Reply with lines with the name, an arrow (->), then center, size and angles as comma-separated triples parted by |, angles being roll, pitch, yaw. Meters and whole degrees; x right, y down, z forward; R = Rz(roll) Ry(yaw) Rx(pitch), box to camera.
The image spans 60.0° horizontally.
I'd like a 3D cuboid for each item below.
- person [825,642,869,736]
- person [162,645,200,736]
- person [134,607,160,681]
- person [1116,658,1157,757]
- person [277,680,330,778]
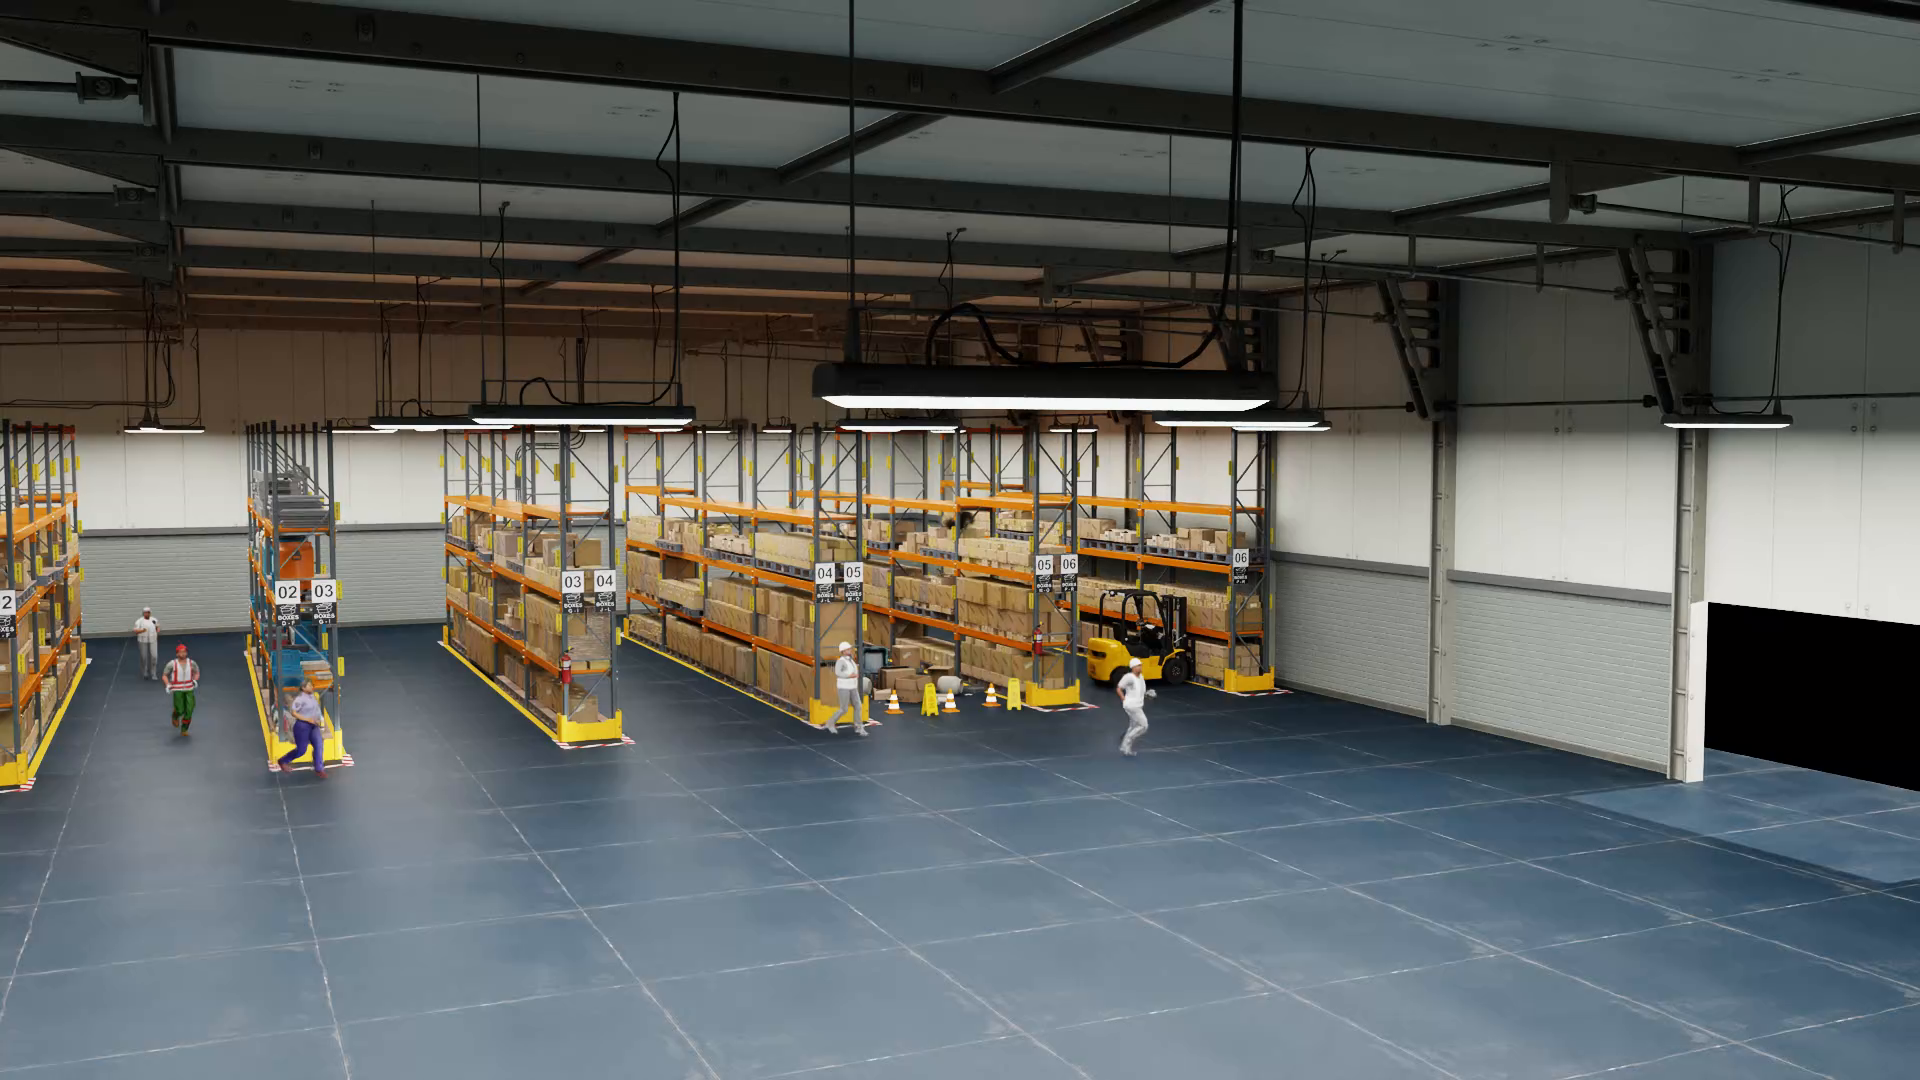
person -> -2.152, 2.840, 31.717 | 0.854, 1.791, 0.666 | 2, 4, 27
person -> -14.861, 2.872, 31.796 | 0.657, 1.743, 0.605 | -3, 5, -38
person -> -19.137, 2.400, 39.173 | 0.590, 1.637, 0.726 | -2, 4, -32
person -> 3.176, 2.981, 29.694 | 0.631, 1.749, 0.657 | 2, 4, 23
person -> -10.966, 3.163, 27.900 | 0.916, 1.643, 0.639 | 1, 4, 10
